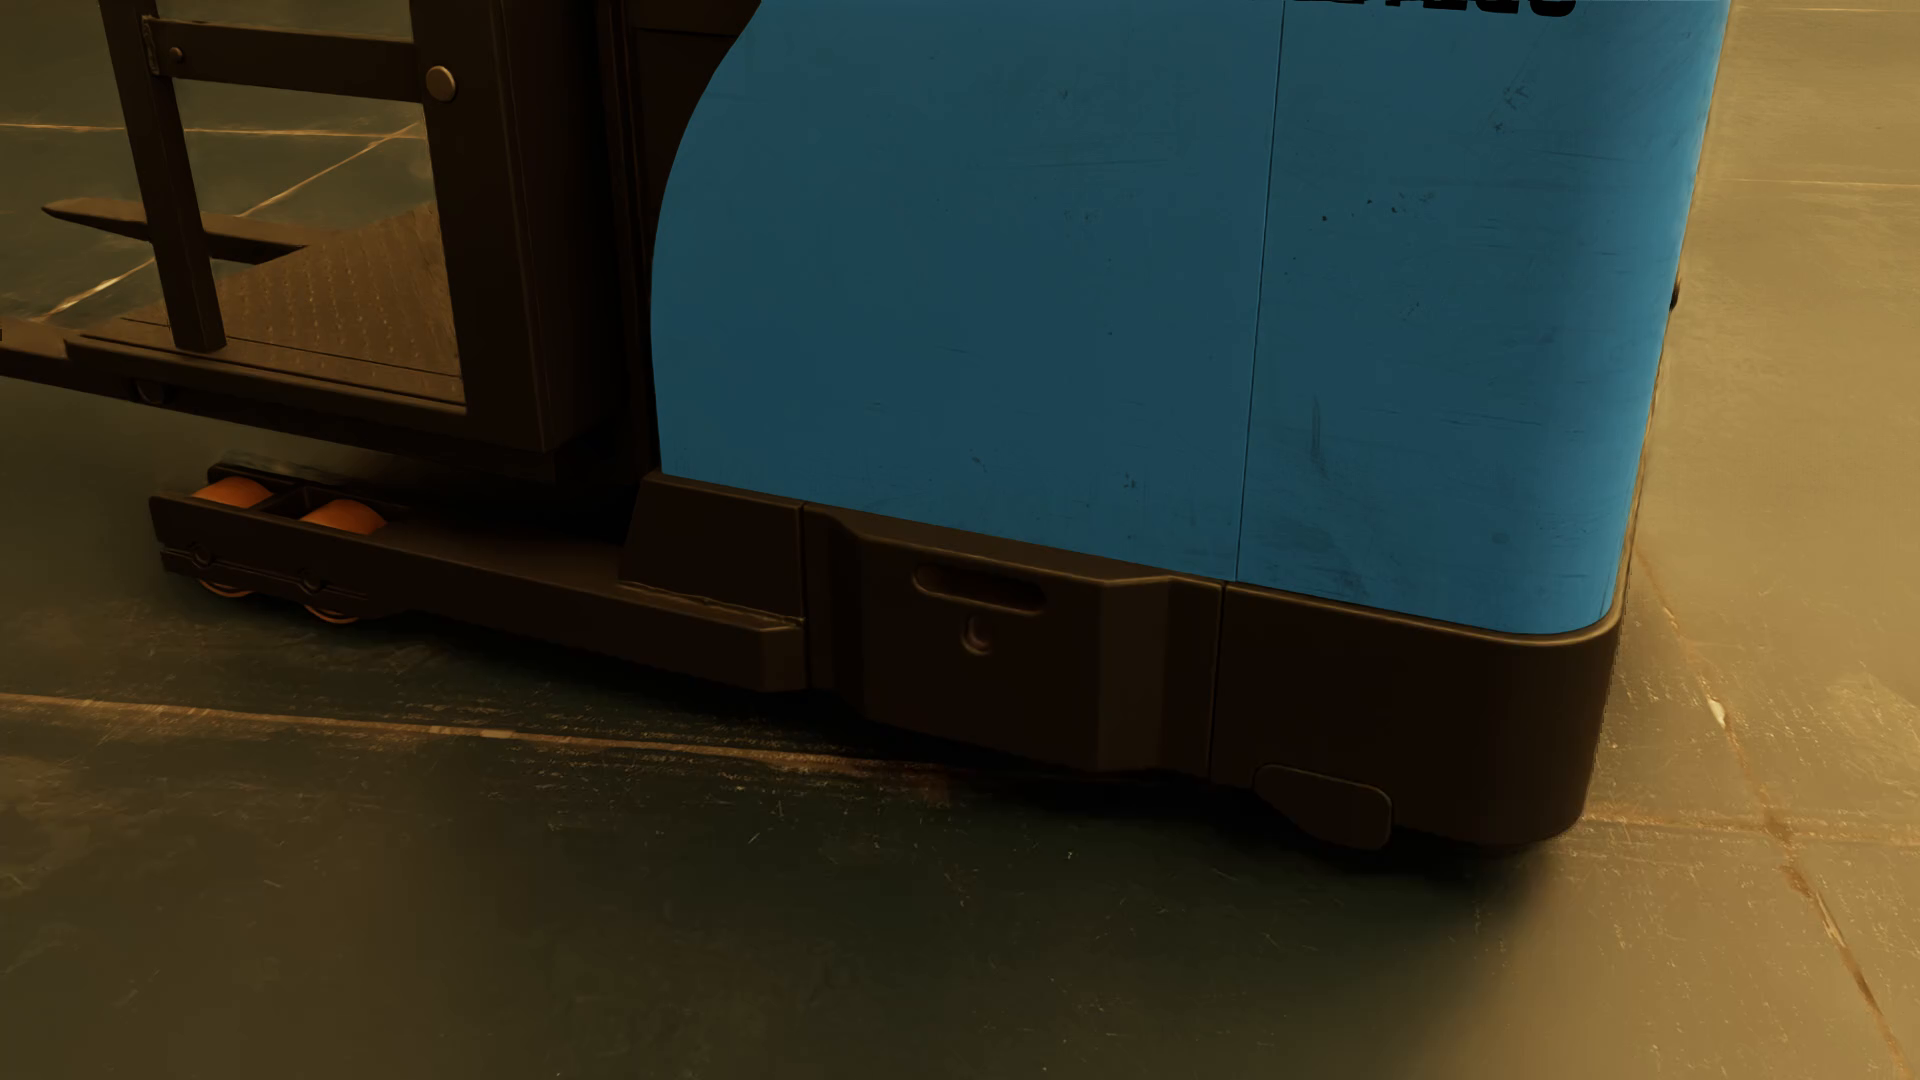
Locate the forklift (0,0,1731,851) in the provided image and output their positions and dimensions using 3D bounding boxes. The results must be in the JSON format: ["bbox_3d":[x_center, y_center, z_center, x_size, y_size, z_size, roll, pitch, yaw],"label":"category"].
[{"bbox_3d":[-0.566,-1.400,2.023,3.031,2.935,1.130,11,29,21],"label":"forklift"}]
